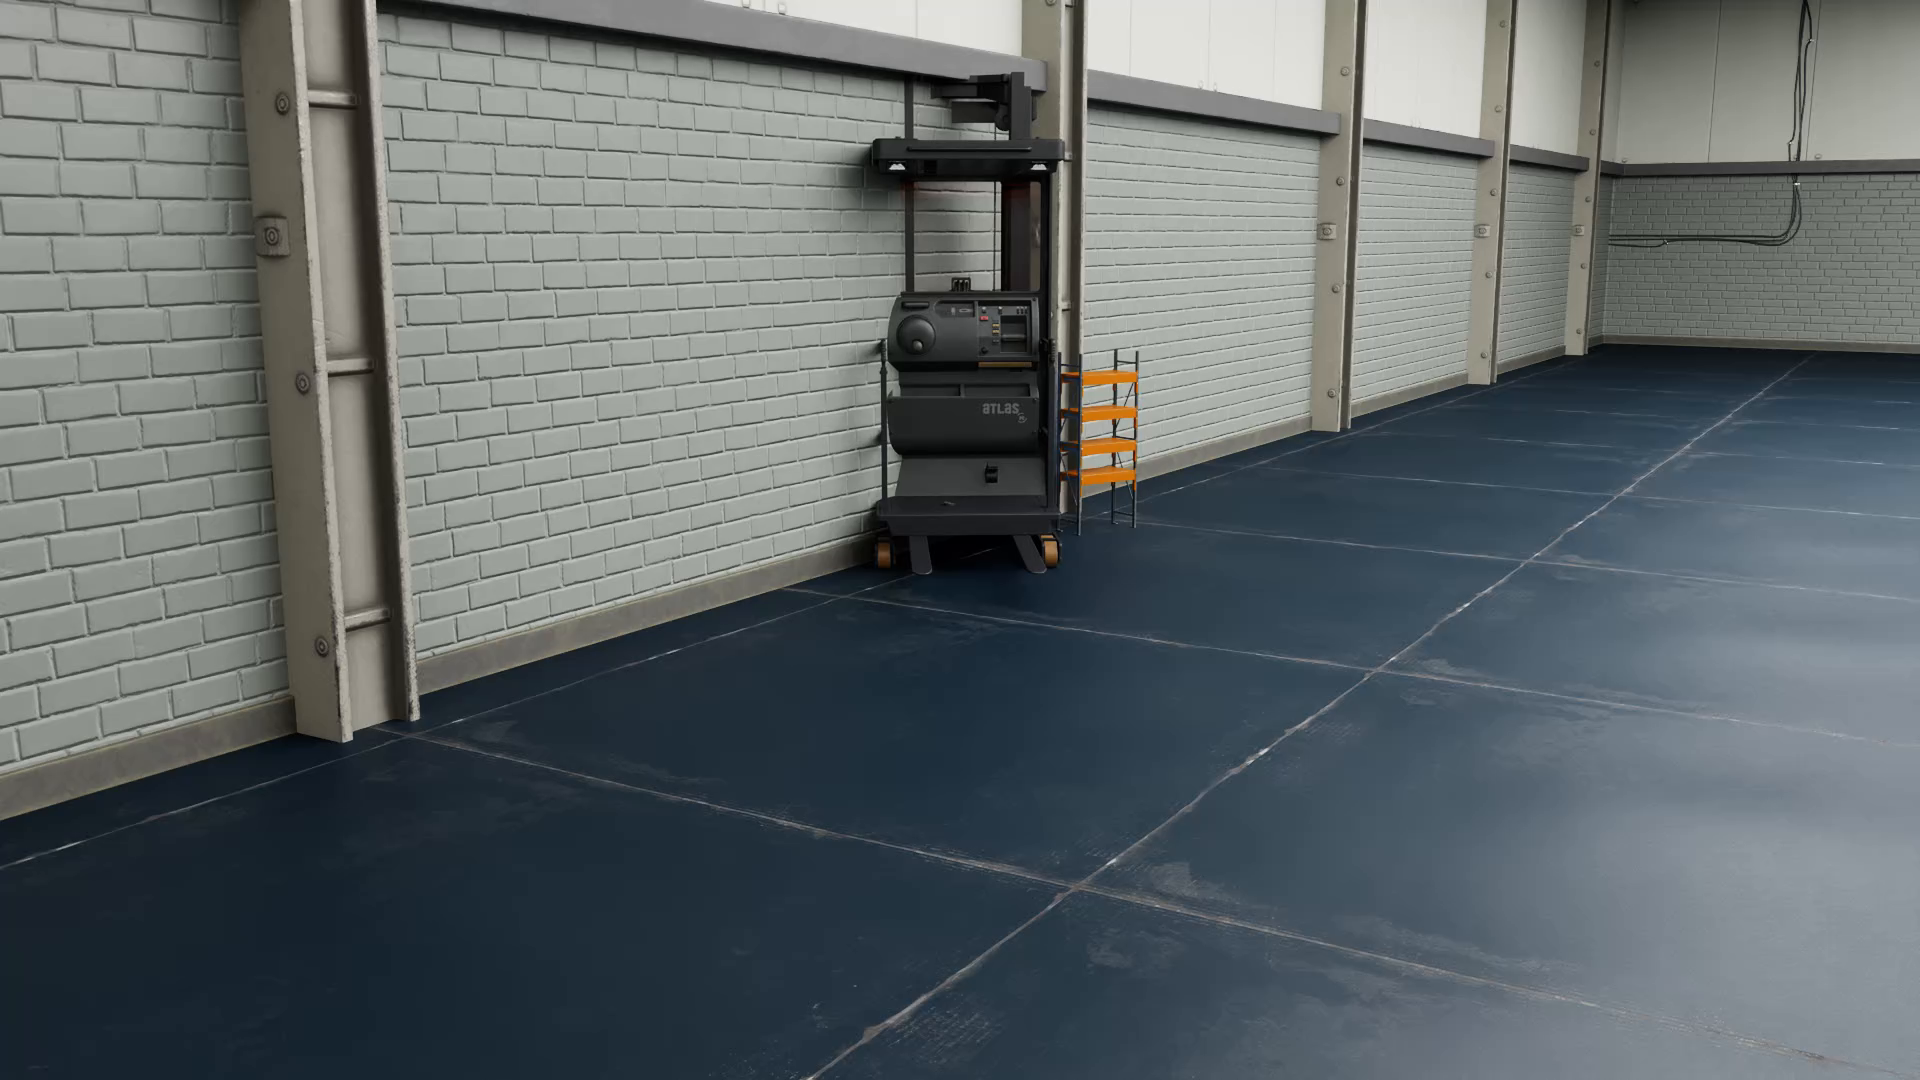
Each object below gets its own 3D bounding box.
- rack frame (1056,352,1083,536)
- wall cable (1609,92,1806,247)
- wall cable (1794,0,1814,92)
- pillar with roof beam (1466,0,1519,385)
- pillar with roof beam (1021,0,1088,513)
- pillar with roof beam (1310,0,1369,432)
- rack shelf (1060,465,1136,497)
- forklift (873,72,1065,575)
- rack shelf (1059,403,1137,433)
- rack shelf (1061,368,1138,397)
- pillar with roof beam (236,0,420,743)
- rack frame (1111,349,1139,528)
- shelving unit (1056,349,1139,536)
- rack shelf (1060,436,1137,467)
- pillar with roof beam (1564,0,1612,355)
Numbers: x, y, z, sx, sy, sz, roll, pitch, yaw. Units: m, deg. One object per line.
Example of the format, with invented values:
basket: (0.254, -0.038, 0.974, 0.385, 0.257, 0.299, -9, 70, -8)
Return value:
rack frame: (0.723, -0.637, 11.009, 0.015, 1.200, 0.240, -7, 13, -35)
wall cable: (12.646, -6.251, 28.245, 3.097, 2.526, 0.112, 6, 12, 31)
wall cable: (14.958, -8.475, 26.400, 3.097, 2.526, 0.112, 6, 12, 31)
pillar with roof beam: (10.550, -6.086, 18.922, 9.100, 9.000, 0.400, 6, 12, 31)
pillar with roof beam: (4.320, -4.199, 8.841, 9.100, 9.000, 0.400, 6, 12, 31)
pillar with roof beam: (7.435, -5.142, 13.881, 9.100, 9.000, 0.400, 6, 12, 31)
rack shelf: (0.921, -0.401, 11.197, 0.480, 0.148, 0.258, -7, 13, -35)
forklift: (0.031, -1.325, 9.983, 1.130, 2.935, 3.031, -1, 11, -3)
rack shelf: (0.921, -0.817, 11.120, 0.480, 0.148, 0.258, -7, 13, -35)
rack shelf: (0.921, -1.049, 11.076, 0.480, 0.148, 0.258, -7, 13, -35)
pillar with roof beam: (1.205, -3.255, 3.801, 9.100, 9.000, 0.400, 6, 12, 31)
rack frame: (1.120, -0.689, 11.288, 0.015, 1.200, 0.240, -7, 13, -35)
shelving unit: (0.921, -0.663, 11.148, 0.503, 1.200, 0.258, -7, 13, -35)
rack shelf: (0.921, -0.597, 11.161, 0.480, 0.148, 0.258, -7, 13, -35)
pillar with roof beam: (13.666, -7.029, 23.962, 9.100, 9.000, 0.400, 6, 12, 31)
